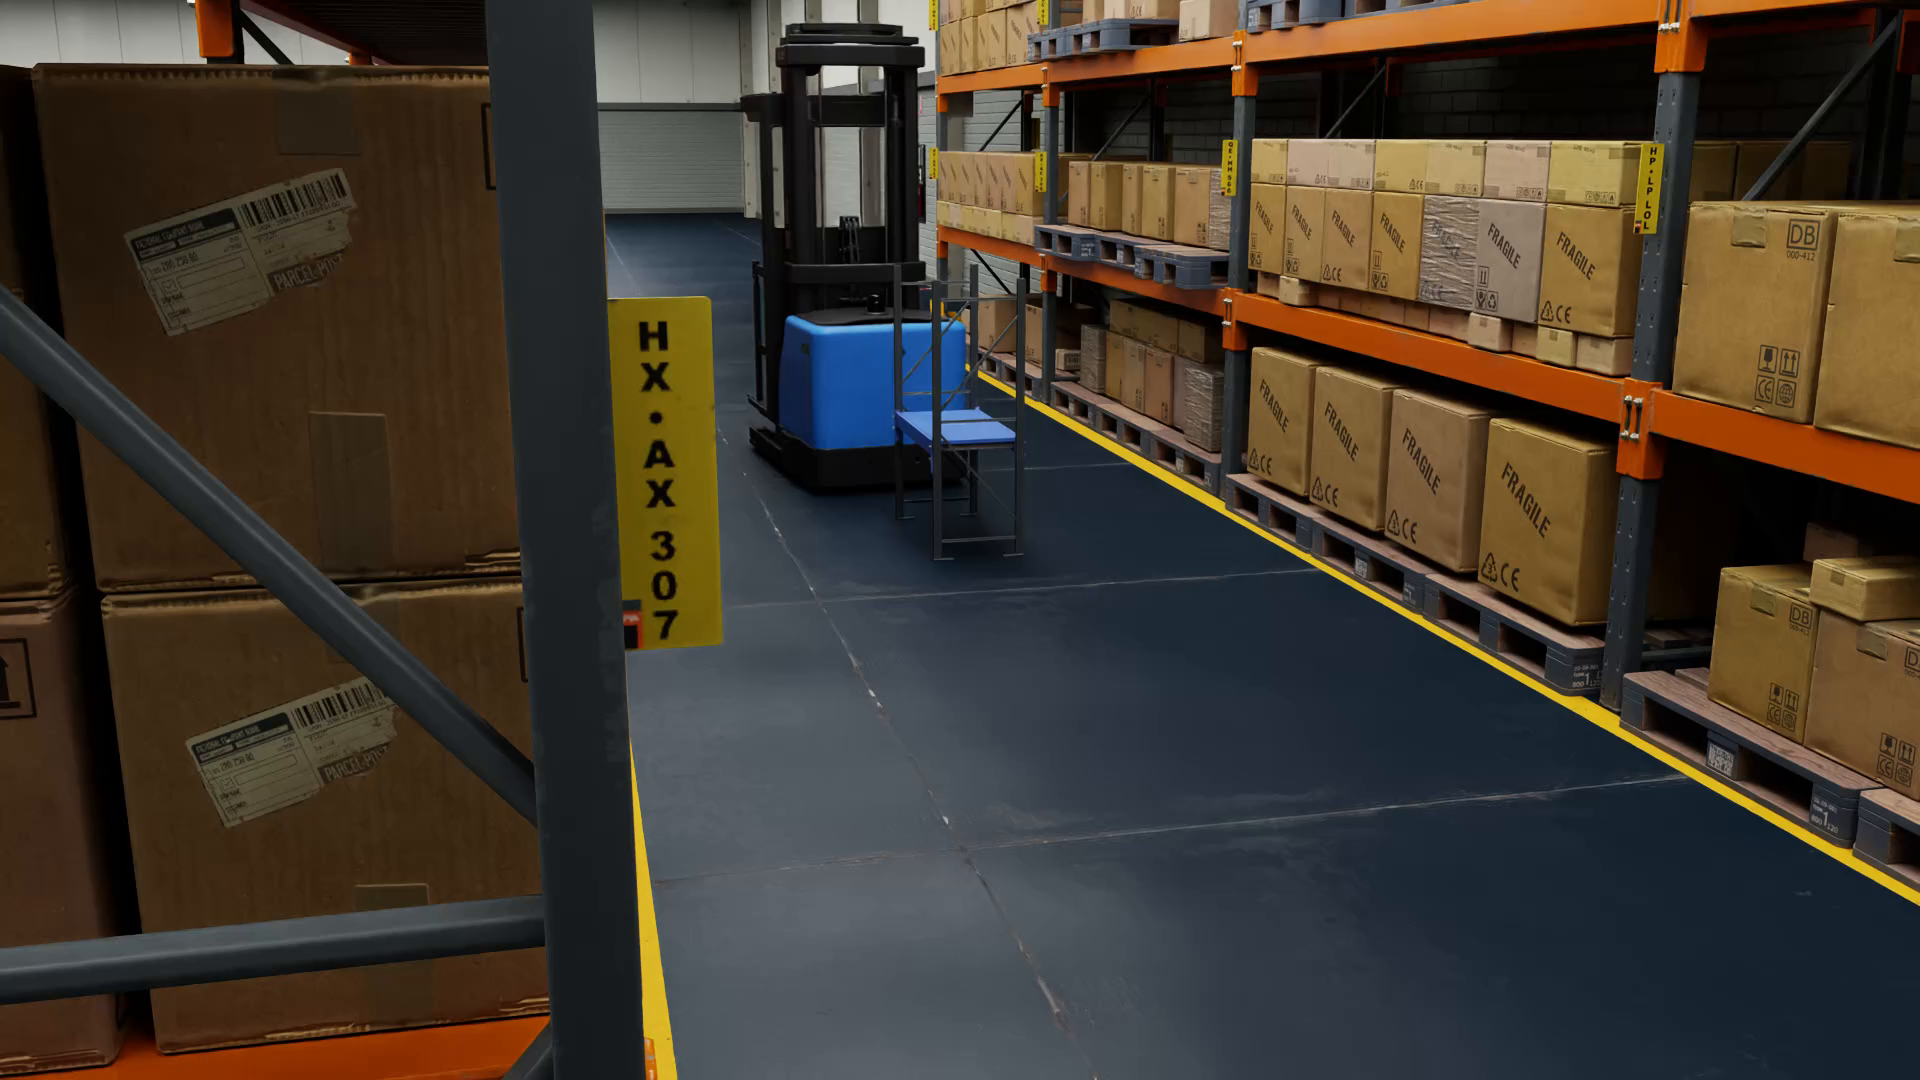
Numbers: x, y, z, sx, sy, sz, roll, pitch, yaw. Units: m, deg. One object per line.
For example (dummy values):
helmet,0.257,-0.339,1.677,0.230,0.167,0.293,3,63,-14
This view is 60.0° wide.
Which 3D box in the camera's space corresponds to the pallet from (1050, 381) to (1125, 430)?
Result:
pallet,1.381,-1.118,13.558,1.003,0.211,1.213,-3,14,-13

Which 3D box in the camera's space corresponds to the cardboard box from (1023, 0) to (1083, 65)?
cardboard box,0.837,-4.271,14.014,0.500,0.500,0.500,-3,14,-12

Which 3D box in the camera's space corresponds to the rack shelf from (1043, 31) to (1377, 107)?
rack shelf,1.666,-3.298,11.802,1.077,0.370,4.000,-3,14,-13

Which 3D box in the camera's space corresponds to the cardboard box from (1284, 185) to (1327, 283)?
cardboard box,2.115,-1.684,9.121,0.500,0.500,0.500,-3,14,-11

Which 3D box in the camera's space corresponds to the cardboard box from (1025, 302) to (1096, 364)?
cardboard box,0.914,-1.889,15.177,0.500,0.500,0.500,-4,14,-17

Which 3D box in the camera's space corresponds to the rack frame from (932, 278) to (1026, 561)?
rack frame,0.099,-0.631,8.850,0.500,1.500,0.032,-3,14,-13

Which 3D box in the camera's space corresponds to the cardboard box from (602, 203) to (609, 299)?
cardboard box,-1.633,-0.904,5.710,0.700,0.500,0.500,-9,16,-32

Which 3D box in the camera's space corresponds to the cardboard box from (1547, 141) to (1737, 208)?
cardboard box,2.717,-1.467,6.651,0.500,0.250,0.500,-3,14,-12

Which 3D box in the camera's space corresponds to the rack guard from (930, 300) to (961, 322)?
rack guard,0.275,-2.343,17.963,1.175,0.500,0.348,-3,14,-13

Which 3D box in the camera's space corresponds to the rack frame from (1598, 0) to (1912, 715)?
rack frame,3.075,-0.806,6.407,1.000,3.000,0.127,-3,14,-13

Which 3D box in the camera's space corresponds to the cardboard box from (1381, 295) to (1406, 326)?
cardboard box,2.359,-1.175,8.402,0.380,0.149,0.250,-3,14,-13

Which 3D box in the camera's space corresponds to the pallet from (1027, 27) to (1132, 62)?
pallet,1.238,-3.869,13.020,1.213,0.211,1.003,-3,14,-13

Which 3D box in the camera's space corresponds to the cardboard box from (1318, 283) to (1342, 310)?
cardboard box,2.198,-1.352,9.129,0.380,0.149,0.250,-3,14,-14

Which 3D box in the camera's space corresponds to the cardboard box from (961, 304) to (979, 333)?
cardboard box,0.332,-2.318,17.331,0.500,0.311,0.500,-5,15,-20

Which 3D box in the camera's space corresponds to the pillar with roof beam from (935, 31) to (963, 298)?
pillar with roof beam,-4.332,-7.520,21.246,9.100,9.000,0.400,-3,14,-13

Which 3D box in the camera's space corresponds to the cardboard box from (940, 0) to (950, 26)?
cardboard box,0.111,-5.473,16.830,0.500,0.500,0.500,-4,14,-17

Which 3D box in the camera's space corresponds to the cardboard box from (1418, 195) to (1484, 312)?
cardboard box,2.483,-1.335,7.692,0.500,0.500,0.500,-3,14,-13

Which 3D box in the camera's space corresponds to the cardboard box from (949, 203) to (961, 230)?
cardboard box,0.199,-3.262,16.734,0.500,0.250,0.500,-4,14,-15

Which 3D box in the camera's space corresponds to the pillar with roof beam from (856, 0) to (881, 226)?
pillar with roof beam,-5.741,-8.904,26.912,9.100,9.000,0.400,-3,14,-13

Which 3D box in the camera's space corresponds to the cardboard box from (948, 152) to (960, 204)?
cardboard box,0.183,-3.634,16.677,0.500,0.500,0.500,-3,14,-13

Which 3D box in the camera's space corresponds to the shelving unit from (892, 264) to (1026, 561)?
shelving unit,-0.020,-0.748,9.330,0.538,1.500,1.048,-3,14,-13

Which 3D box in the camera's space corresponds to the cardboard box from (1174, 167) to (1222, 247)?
cardboard box,1.858,-2.227,11.083,0.700,0.500,0.500,-5,14,-18

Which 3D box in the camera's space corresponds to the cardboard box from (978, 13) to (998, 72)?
cardboard box,0.456,-4.631,15.490,0.500,0.500,0.500,-2,14,-10

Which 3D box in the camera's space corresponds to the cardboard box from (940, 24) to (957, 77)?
cardboard box,0.093,-4.999,16.995,0.500,0.500,0.500,-3,14,-12

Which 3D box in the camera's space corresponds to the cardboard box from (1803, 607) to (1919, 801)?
cardboard box,3.266,0.498,5.450,0.700,0.500,0.500,-3,14,-14

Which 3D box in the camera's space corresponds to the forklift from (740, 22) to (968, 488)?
forklift,-0.896,-2.061,11.688,1.130,2.935,3.031,-5,14,-18

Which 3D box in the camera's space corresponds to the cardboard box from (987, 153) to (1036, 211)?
cardboard box,0.554,-3.276,15.212,0.500,0.500,0.500,-4,14,-15

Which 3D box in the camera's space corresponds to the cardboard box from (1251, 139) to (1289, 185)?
cardboard box,1.999,-2.170,9.531,0.500,0.250,0.500,-3,14,-12

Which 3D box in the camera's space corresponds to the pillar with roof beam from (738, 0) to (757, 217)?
pillar with roof beam,-9.968,-13.057,43.908,9.100,9.000,0.400,-3,14,-13

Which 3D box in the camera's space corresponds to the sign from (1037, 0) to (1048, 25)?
sign,0.671,-4.328,13.413,0.100,0.325,0.005,-3,14,-13

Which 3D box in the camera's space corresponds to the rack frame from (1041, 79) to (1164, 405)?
rack frame,1.196,-2.652,13.961,1.000,3.000,0.127,-3,14,-13

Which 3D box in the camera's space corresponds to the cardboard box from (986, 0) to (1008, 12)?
cardboard box,0.543,-4.999,14.890,0.500,0.500,0.500,-4,14,-15

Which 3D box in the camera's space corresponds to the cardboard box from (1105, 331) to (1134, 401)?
cardboard box,1.556,-1.366,13.038,0.700,0.500,0.500,-4,14,-14

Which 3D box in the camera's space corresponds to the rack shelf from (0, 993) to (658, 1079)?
rack shelf,-1.269,0.281,3.471,1.077,0.370,4.000,-3,14,-13

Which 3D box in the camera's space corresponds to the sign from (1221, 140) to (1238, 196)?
sign,1.611,-2.221,9.924,0.100,0.325,0.005,-3,14,-13

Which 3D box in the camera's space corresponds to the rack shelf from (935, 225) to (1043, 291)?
rack shelf,0.727,-2.764,15.935,1.077,0.370,4.000,-3,14,-13

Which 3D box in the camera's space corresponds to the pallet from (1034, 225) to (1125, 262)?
pallet,1.235,-2.374,13.229,1.003,0.211,1.213,-3,14,-13

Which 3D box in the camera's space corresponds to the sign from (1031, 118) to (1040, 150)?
sign,0.801,-4.317,17.671,0.100,0.325,0.005,-3,14,-13

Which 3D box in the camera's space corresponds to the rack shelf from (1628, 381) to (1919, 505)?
rack shelf,3.545,0.004,4.604,1.077,0.370,4.000,-3,14,-13

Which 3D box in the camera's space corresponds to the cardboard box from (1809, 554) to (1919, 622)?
cardboard box,3.054,0.156,5.483,0.380,0.149,0.250,-3,14,-11

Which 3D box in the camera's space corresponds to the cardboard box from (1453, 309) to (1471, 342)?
cardboard box,2.509,-0.993,7.659,0.380,0.149,0.250,-3,14,-13

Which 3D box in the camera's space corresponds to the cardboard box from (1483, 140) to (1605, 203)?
cardboard box,2.606,-1.585,7.136,0.500,0.250,0.500,-3,14,-12

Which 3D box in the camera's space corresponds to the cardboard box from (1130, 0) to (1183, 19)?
cardboard box,1.537,-3.947,11.845,0.500,0.500,0.500,-4,14,-15

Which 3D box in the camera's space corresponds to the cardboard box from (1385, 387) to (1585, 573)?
cardboard box,2.585,-0.314,8.035,0.750,0.750,0.750,-3,14,-11

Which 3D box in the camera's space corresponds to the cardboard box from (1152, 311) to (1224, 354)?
cardboard box,1.717,-1.509,12.045,0.500,0.250,0.500,-3,14,-13

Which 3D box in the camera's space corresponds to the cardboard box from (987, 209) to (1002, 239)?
cardboard box,0.548,-2.912,15.299,0.500,0.250,0.500,-3,14,-13

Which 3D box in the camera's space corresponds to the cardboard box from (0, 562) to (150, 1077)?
cardboard box,-1.169,0.257,1.846,0.500,0.500,0.500,-3,14,-11

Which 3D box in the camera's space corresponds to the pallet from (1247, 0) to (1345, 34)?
pallet,2.339,-2.949,9.255,1.213,0.211,1.003,-3,14,-11

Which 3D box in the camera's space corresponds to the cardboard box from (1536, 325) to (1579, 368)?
cardboard box,2.638,-0.813,6.922,0.380,0.149,0.250,-3,14,-12

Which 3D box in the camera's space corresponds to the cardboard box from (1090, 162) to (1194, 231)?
cardboard box,1.407,-2.666,12.880,0.700,0.500,0.500,-2,14,-7

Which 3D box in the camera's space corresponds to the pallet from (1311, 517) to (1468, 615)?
pallet,2.531,0.092,8.604,1.003,0.211,1.213,-3,14,-13

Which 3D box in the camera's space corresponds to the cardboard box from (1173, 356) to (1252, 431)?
cardboard box,1.908,-1.017,11.610,0.700,0.500,0.500,-3,14,-13

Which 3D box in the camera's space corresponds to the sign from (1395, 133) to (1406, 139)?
sign,2.675,-2.323,10.177,0.100,0.325,0.005,-3,14,-13

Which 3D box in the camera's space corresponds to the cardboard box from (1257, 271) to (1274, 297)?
cardboard box,1.988,-1.528,9.848,0.380,0.149,0.250,-3,14,-14

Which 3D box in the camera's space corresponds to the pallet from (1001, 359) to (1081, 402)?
pallet,1.004,-1.450,14.918,1.003,0.211,1.213,-3,14,-13
